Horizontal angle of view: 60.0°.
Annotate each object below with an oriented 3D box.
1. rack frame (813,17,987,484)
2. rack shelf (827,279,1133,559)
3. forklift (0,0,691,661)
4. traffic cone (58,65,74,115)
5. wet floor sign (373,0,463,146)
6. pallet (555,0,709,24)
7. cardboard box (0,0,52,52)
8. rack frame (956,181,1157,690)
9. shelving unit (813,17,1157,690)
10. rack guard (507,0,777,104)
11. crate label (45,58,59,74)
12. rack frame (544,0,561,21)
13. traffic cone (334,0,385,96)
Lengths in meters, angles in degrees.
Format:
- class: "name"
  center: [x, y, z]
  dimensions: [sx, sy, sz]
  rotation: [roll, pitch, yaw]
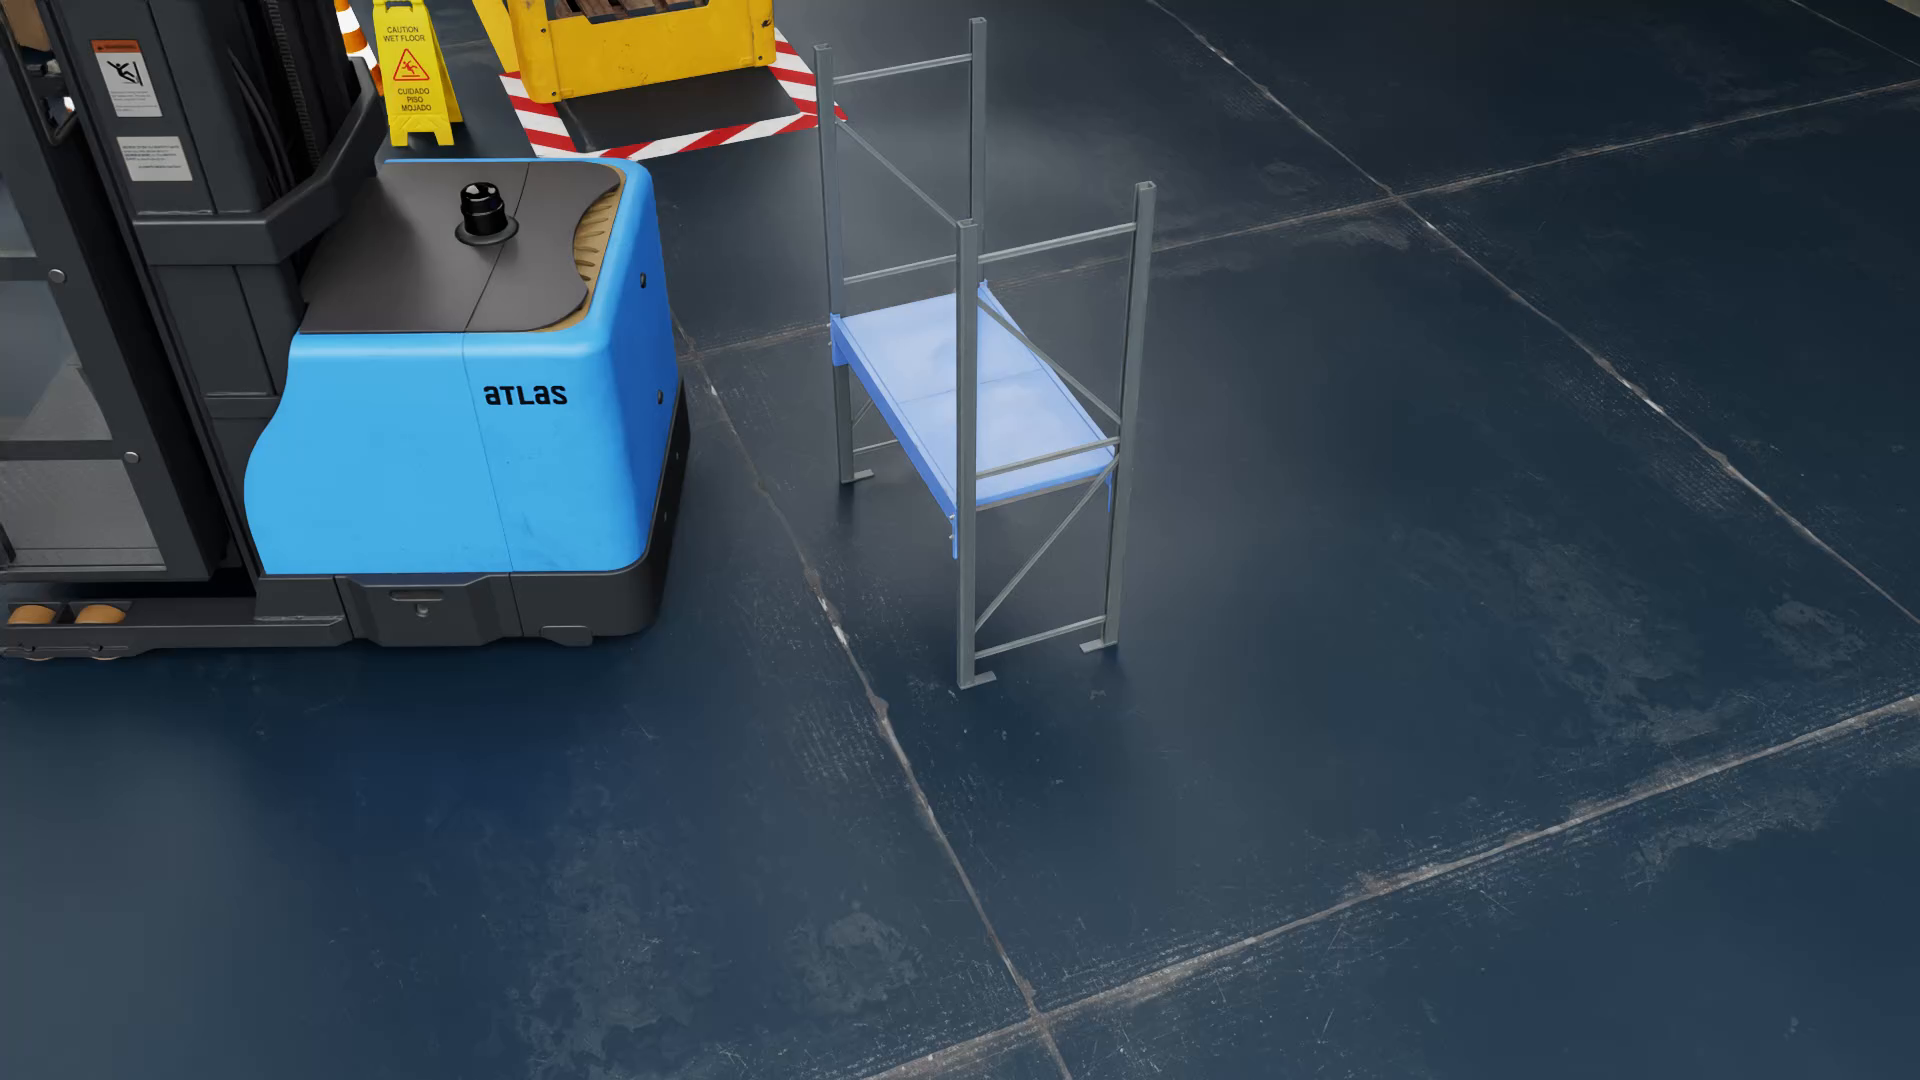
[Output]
- class: "rack frame"
  center: [-0.162, -0.823, 5.057]
  dimensions: [0.500, 1.500, 0.032]
  rotation: [-15, 43, -17]
- class: "rack shelf"
  center: [0.033, -0.381, 4.819]
  dimensions: [0.538, 0.185, 1.000]
  rotation: [-15, 43, -17]
- class: "forklift"
  center: [-2.406, -1.108, 4.291]
  dimensions: [3.031, 2.935, 1.130]
  rotation: [-1, 41, -1]
- class: "traffic cone"
  center: [-3.681, -1.804, 6.993]
  dimensions: [0.336, 0.463, 0.334]
  rotation: [-15, 43, -17]
- class: "wet floor sign"
  center: [-2.345, -2.037, 7.123]
  dimensions: [0.267, 0.644, 0.232]
  rotation: [-2, 41, -2]
- class: "pallet"
  center: [-1.736, -2.797, 8.341]
  dimensions: [1.003, 0.211, 1.213]
  rotation: [-15, 43, -17]
- class: "cardboard box"
  center: [-4.440, -2.791, 8.109]
  dimensions: [0.637, 0.503, 0.797]
  rotation: [19, 44, 20]
- class: "rack frame"
  center: [0.227, -0.211, 4.345]
  dimensions: [0.500, 1.500, 0.032]
  rotation: [-15, 43, -17]
- class: "shelving unit"
  center: [0.033, -0.517, 4.701]
  dimensions: [0.538, 1.500, 1.048]
  rotation: [-15, 43, -17]
- class: "rack guard"
  center: [-1.458, -2.409, 7.668]
  dimensions: [1.175, 0.500, 0.348]
  rotation: [-15, 43, -17]
- class: "crate label"
  center: [-4.039, -2.139, 7.632]
  dimensions: [0.298, 0.136, 0.250]
  rotation: [27, 47, 27]
- class: "rack frame"
  center: [-1.429, -3.311, 6.799]
  dimensions: [1.000, 3.000, 0.127]
  rotation: [-15, 43, -17]
- class: "traffic cone"
  center: [-2.785, -2.286, 7.553]
  dimensions: [0.336, 0.463, 0.334]
  rotation: [-15, 43, -17]
